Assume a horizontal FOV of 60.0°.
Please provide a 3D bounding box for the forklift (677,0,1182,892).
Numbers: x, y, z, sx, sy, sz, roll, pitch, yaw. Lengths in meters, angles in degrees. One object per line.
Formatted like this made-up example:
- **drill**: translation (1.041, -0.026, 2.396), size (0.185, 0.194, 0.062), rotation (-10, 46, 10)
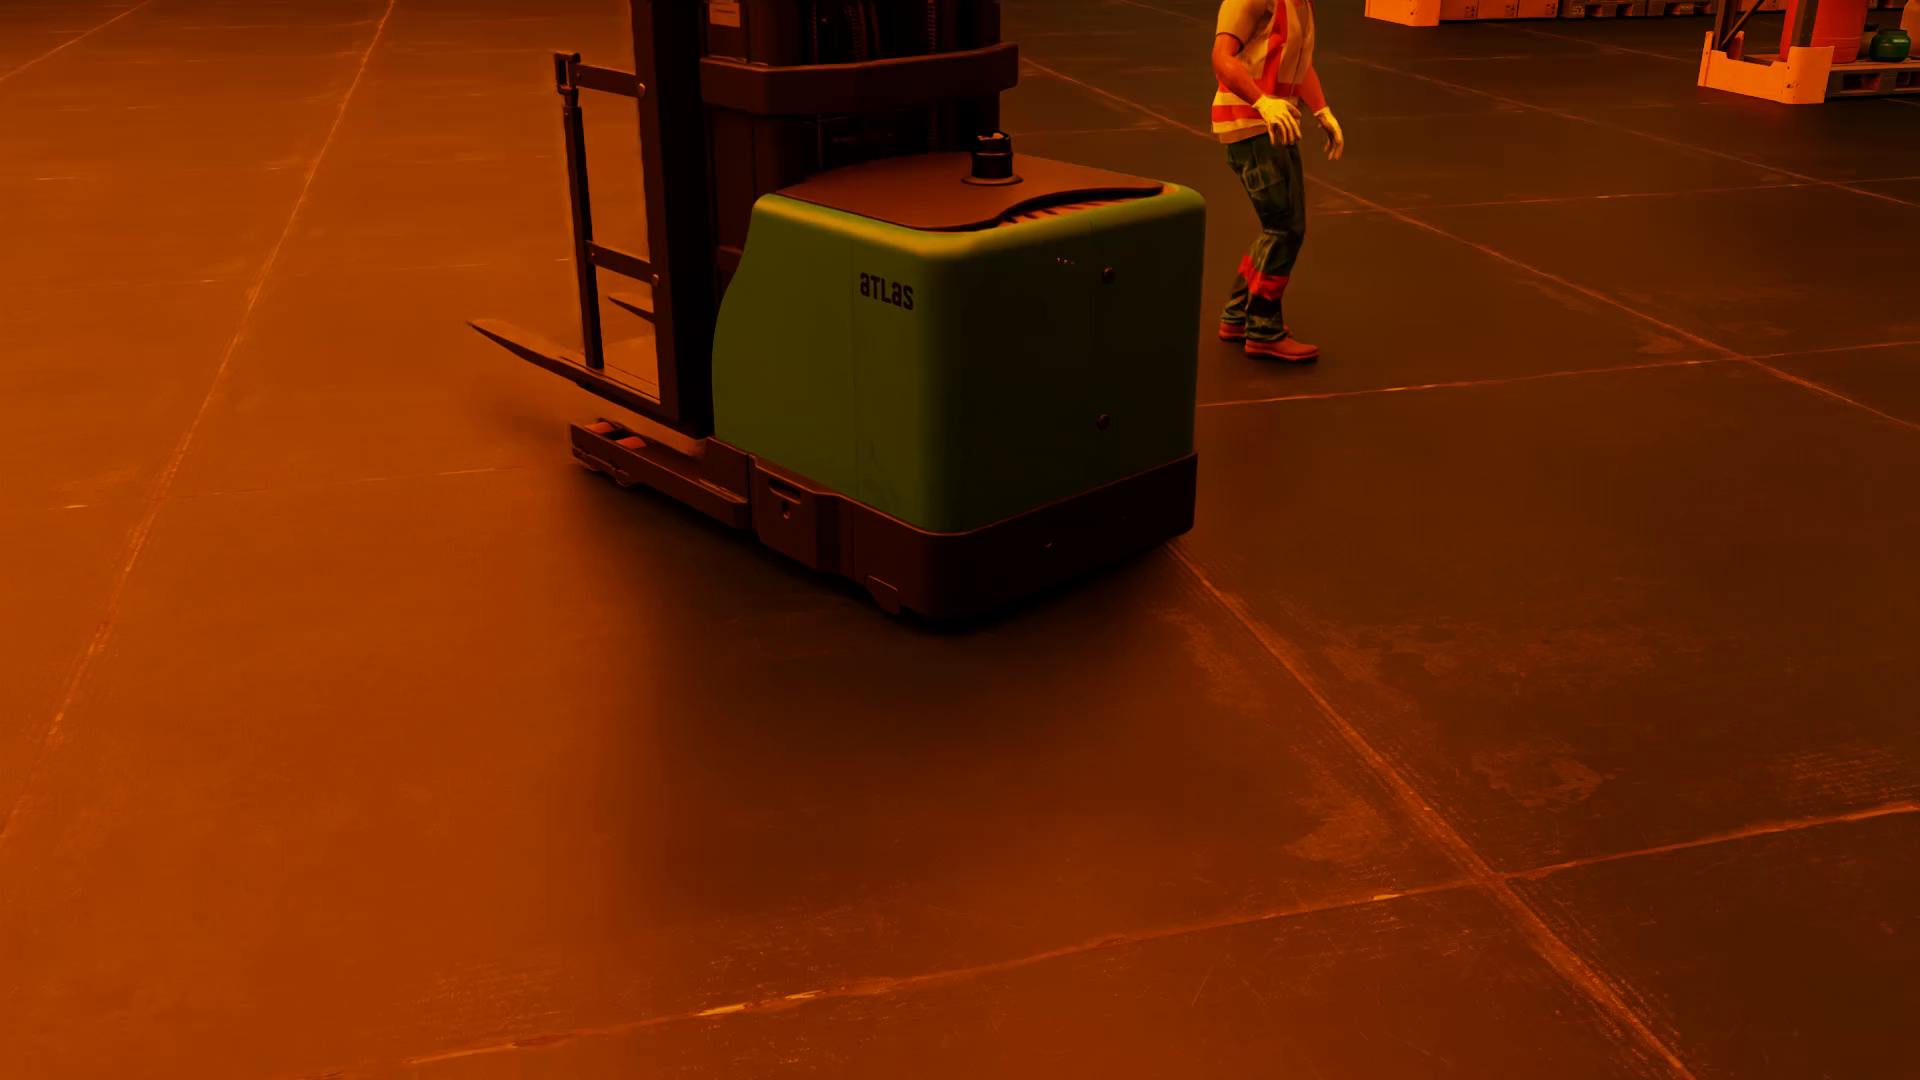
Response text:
- **forklift**: translation (-0.024, -1.116, 3.931), size (1.130, 2.935, 3.031), rotation (2, 23, 6)

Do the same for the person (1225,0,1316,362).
- **person**: translation (1.288, -1.644, 6.658), size (0.437, 1.772, 0.636), rotation (7, 24, 15)
